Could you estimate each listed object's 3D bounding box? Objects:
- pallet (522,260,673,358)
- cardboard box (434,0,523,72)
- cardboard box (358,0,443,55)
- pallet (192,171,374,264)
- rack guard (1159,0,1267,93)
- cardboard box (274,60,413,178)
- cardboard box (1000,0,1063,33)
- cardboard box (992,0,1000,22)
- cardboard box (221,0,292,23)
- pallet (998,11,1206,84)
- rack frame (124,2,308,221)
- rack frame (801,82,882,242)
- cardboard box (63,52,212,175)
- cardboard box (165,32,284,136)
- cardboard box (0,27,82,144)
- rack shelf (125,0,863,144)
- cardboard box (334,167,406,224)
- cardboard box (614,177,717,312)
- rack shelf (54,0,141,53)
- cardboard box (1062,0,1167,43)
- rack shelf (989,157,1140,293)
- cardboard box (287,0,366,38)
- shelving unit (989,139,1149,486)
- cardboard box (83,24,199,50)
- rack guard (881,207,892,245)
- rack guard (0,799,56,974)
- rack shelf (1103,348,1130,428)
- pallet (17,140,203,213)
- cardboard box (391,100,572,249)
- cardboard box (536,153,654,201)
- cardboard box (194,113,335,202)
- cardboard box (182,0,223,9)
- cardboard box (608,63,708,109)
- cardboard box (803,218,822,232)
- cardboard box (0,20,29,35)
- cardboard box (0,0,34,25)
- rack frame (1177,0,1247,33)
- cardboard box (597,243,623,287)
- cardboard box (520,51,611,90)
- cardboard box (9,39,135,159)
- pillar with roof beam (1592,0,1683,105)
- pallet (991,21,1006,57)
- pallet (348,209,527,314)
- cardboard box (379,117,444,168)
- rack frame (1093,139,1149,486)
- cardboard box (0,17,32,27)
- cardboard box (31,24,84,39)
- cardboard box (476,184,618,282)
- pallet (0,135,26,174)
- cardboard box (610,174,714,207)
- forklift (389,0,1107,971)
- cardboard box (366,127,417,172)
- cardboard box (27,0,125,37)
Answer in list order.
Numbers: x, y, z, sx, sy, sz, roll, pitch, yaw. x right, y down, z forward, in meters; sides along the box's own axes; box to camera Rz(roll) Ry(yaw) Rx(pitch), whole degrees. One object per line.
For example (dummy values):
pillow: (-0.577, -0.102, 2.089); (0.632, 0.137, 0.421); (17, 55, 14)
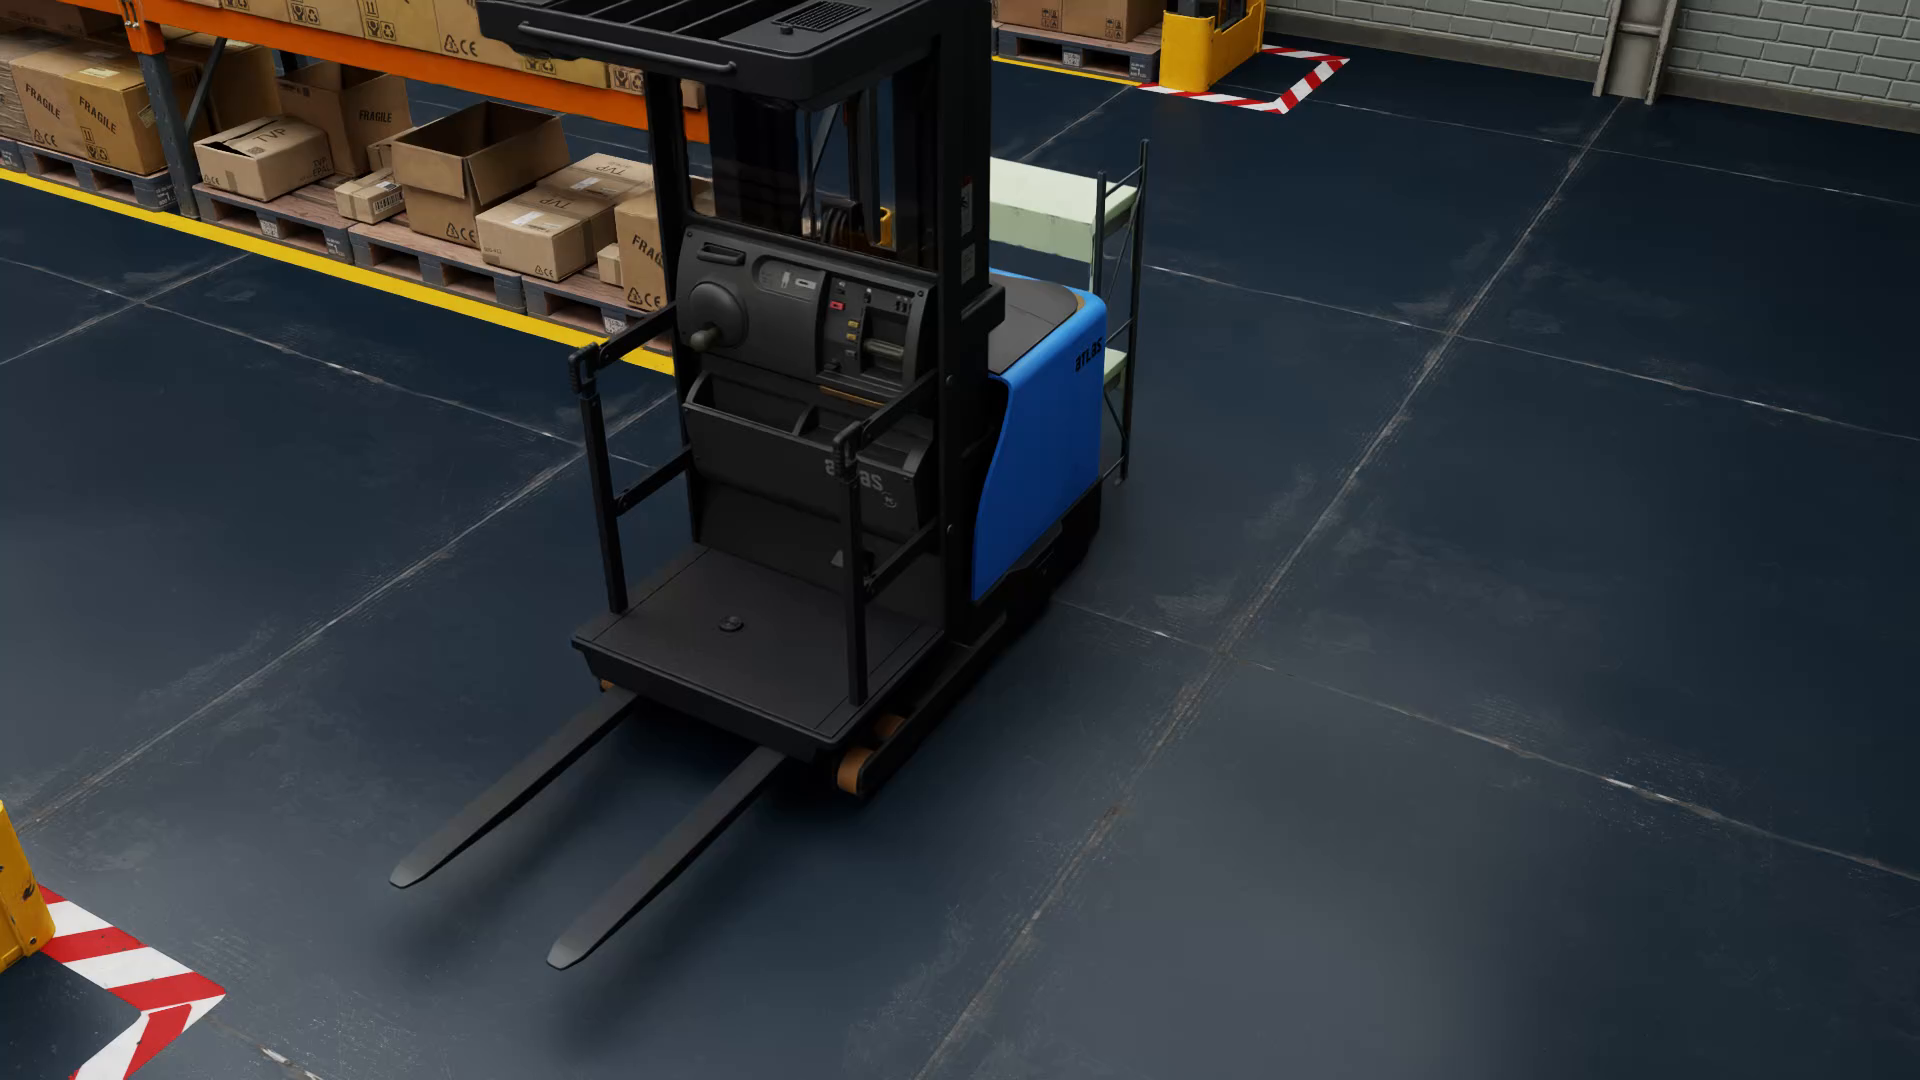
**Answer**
pallet: (-1.450, -1.306, 8.521); (1.213, 0.211, 1.003); (18, 37, 24)
cardboard box: (-2.098, -2.542, 7.770); (0.500, 0.500, 0.500); (18, 38, 25)
cardboard box: (-2.535, -2.680, 7.979); (0.500, 0.500, 0.500); (17, 37, 24)
pallet: (-3.569, -1.977, 9.529); (1.213, 0.211, 1.003); (18, 37, 24)
rack guard: (1.784, -3.565, 11.652); (0.348, 0.500, 1.175); (18, 37, 24)
cardboard box: (-3.529, -2.450, 9.581); (0.500, 0.500, 0.500); (18, 37, 24)
cardboard box: (0.671, -4.028, 11.969); (0.500, 0.500, 0.700); (17, 37, 24)
cardboard box: (0.234, -4.166, 12.177); (0.500, 0.500, 0.700); (16, 37, 23)
cardboard box: (-3.411, -2.958, 8.396); (0.500, 0.500, 0.500); (18, 38, 25)
pallet: (1.030, -3.634, 12.016); (1.213, 0.211, 1.003); (18, 37, 24)
rack frame: (-4.164, -3.327, 9.040); (0.127, 3.000, 1.000); (18, 37, 24)
rack frame: (-0.691, -2.227, 7.388); (0.127, 3.000, 1.000); (18, 37, 24)
cardboard box: (-4.735, -2.468, 9.608); (0.500, 0.500, 0.500); (17, 37, 24)
cardboard box: (-4.463, -2.720, 9.987); (0.500, 0.500, 0.500); (16, 37, 22)
cardboard box: (-5.595, -2.746, 10.025); (0.500, 0.500, 0.500); (18, 38, 25)
rack shelf: (-2.428, -2.478, 8.414); (4.000, 0.370, 1.077); (18, 37, 24)
cardboard box: (-3.151, -1.878, 9.024); (0.250, 0.166, 0.380); (18, 37, 24)
cardboard box: (-1.286, -1.401, 8.006); (0.500, 0.500, 0.500); (18, 37, 24)
rack shelf: (-5.901, -3.578, 10.066); (4.000, 0.370, 1.077); (18, 37, 24)
cardboard box: (1.106, -3.891, 11.763); (0.500, 0.500, 0.700); (18, 37, 24)
rack shelf: (0.295, -1.233, 6.544); (0.720, 0.370, 0.431); (18, 38, 25)
cardboard box: (-2.978, -2.820, 8.188); (0.500, 0.500, 0.500); (17, 37, 24)
shelving unit: (0.295, -0.908, 6.760); (0.755, 1.500, 0.431); (18, 38, 25)
cardboard box: (-4.932, -2.862, 10.199); (0.500, 0.500, 0.500); (18, 38, 25)
rack guard: (-0.757, -1.208, 8.112); (0.348, 0.500, 1.175); (18, 37, 24)
rack guard: (-3.125, 1.196, 4.502); (0.348, 0.500, 1.175); (18, 37, 24)
rack shelf: (0.295, -0.637, 6.941); (0.720, 0.370, 0.431); (18, 38, 25)
pallet: (-4.889, -2.372, 10.122); (1.213, 0.211, 1.003); (18, 37, 24)
cardboard box: (-2.531, -1.957, 8.838); (0.637, 0.503, 0.797); (18, 37, 24)
cardboard box: (-1.891, -1.827, 8.871); (0.500, 0.250, 0.500); (18, 37, 24)
cardboard box: (-3.907, -2.172, 9.334); (0.500, 0.311, 0.500); (18, 37, 24)
cardboard box: (-3.857, -3.098, 8.605); (0.500, 0.500, 0.500); (19, 38, 26)
cardboard box: (-1.215, -2.261, 7.349); (0.500, 0.500, 0.500); (19, 38, 26)
cardboard box: (-0.885, -1.504, 8.478); (0.250, 0.149, 0.380); (18, 37, 24)
cardboard box: (-6.038, -2.885, 10.234); (0.500, 0.500, 0.500); (16, 37, 23)
cardboard box: (-5.767, -3.445, 10.399); (0.500, 0.250, 0.500); (17, 37, 24)
rack frame: (1.763, -4.612, 10.970); (0.127, 3.000, 1.000); (18, 37, 24)
cardboard box: (-1.593, -1.417, 8.330); (0.250, 0.166, 0.380); (18, 37, 24)
cardboard box: (-1.668, -2.402, 7.560); (0.500, 0.500, 0.500); (18, 38, 25)
cardboard box: (-5.160, -2.608, 9.818); (0.500, 0.500, 0.500); (18, 38, 25)
pillar with roof beam: (2.401, -4.711, 5.706); (0.400, 9.000, 9.100); (18, 37, 24)
pallet: (-0.025, -3.970, 12.521); (1.213, 0.211, 1.003); (18, 37, 24)
pallet: (-2.505, -1.642, 9.026); (1.213, 0.211, 1.003); (18, 37, 24)
cardboard box: (-2.878, -2.165, 9.323); (0.500, 0.311, 0.500); (18, 37, 24)
rack frame: (0.611, -0.805, 6.606); (0.023, 1.500, 0.400); (18, 38, 25)
cardboard box: (-5.801, -3.142, 10.620); (0.500, 0.500, 0.500); (16, 37, 23)
cardboard box: (-5.362, -3.003, 10.411); (0.500, 0.500, 0.500); (18, 38, 25)
cardboard box: (-2.096, -1.572, 8.489); (0.500, 0.250, 0.500); (18, 37, 24)
pallet: (-5.953, -2.707, 10.625); (1.213, 0.211, 1.003); (18, 37, 24)
cardboard box: (-1.457, -1.689, 8.664); (0.500, 0.250, 0.500); (18, 37, 24)
forklift: (-0.616, -0.669, 5.109); (1.130, 2.935, 3.031); (18, 38, 25)
cardboard box: (-3.174, -2.229, 9.567); (0.250, 0.149, 0.380); (18, 37, 24)
cardboard box: (-5.332, -3.307, 10.192); (0.500, 0.250, 0.500); (18, 38, 24)
